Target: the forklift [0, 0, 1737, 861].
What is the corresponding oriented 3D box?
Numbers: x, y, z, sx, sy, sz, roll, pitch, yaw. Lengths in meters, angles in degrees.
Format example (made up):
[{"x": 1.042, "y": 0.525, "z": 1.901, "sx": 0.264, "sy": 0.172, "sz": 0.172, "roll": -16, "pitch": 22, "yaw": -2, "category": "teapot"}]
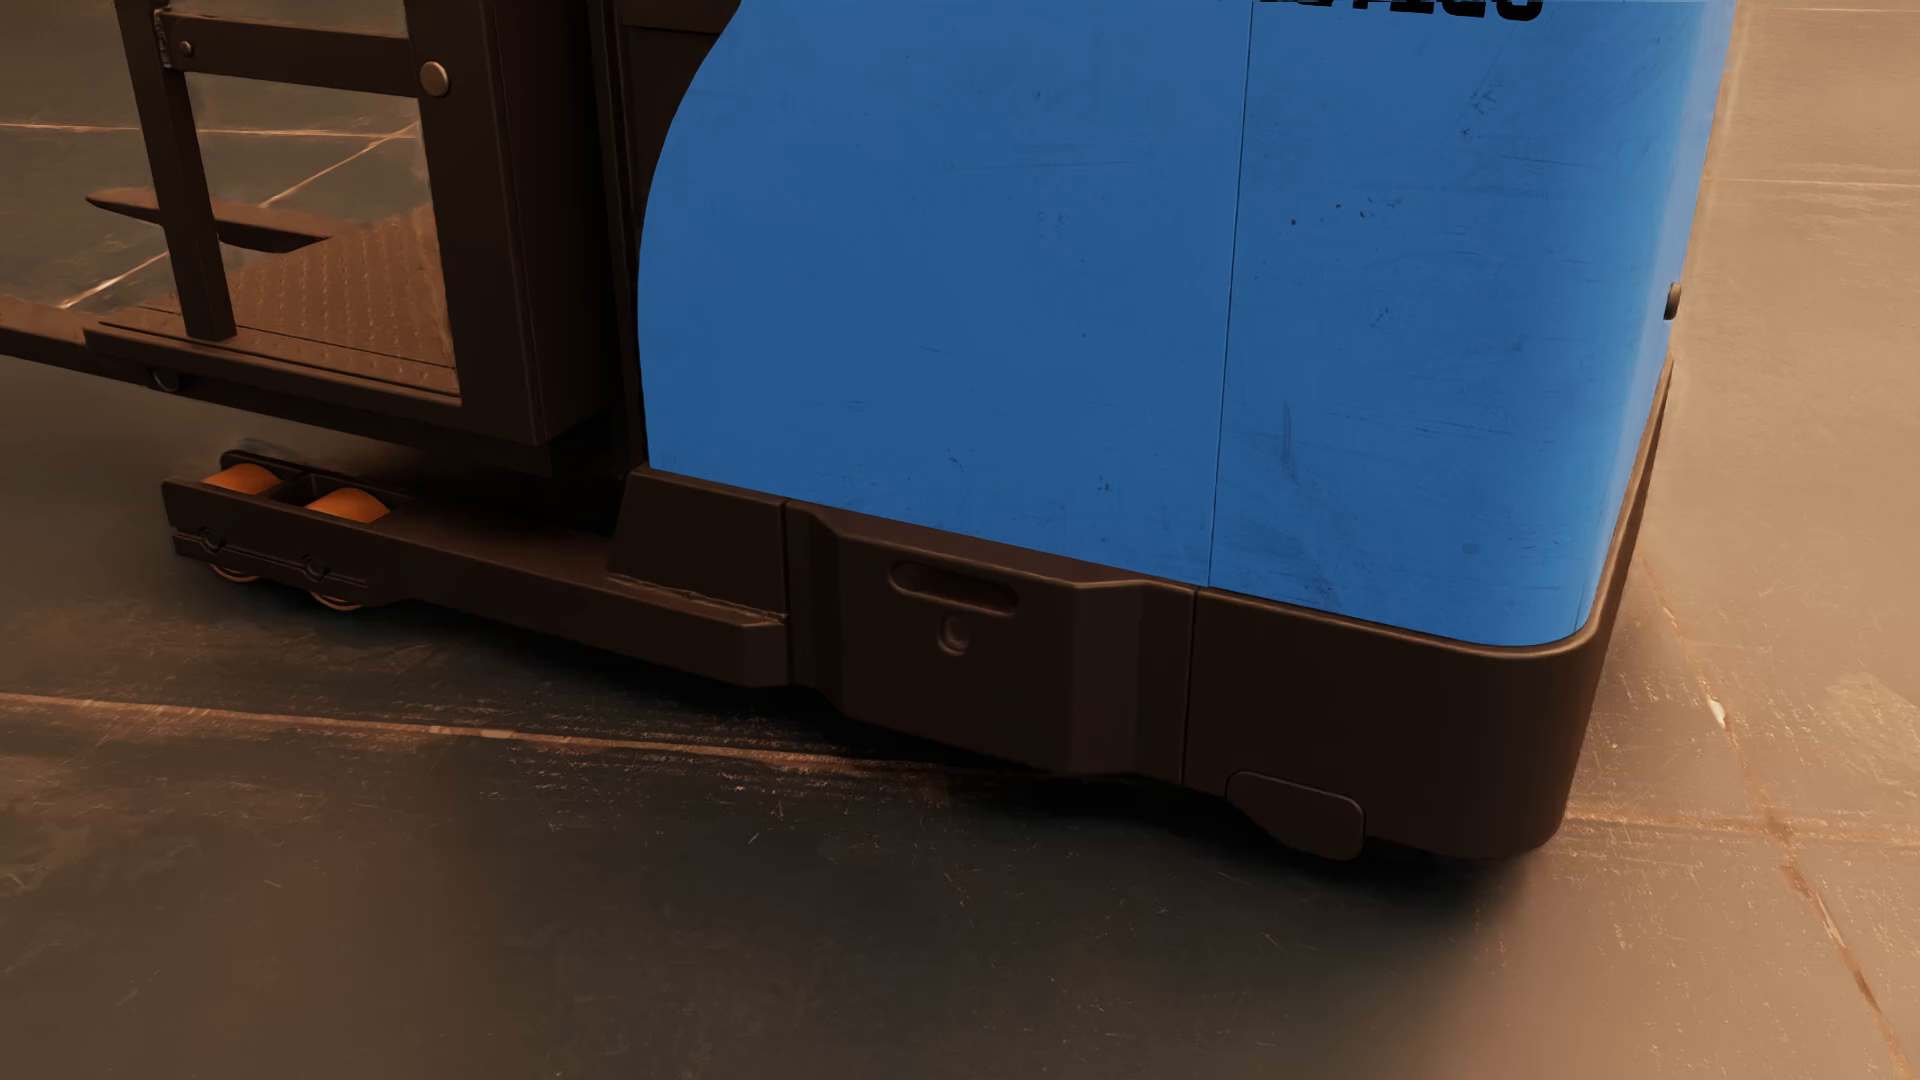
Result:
[{"x": -0.554, "y": -1.411, "z": 2.045, "sx": 3.031, "sy": 2.935, "sz": 1.130, "roll": 12, "pitch": 29, "yaw": 23, "category": "forklift"}]
